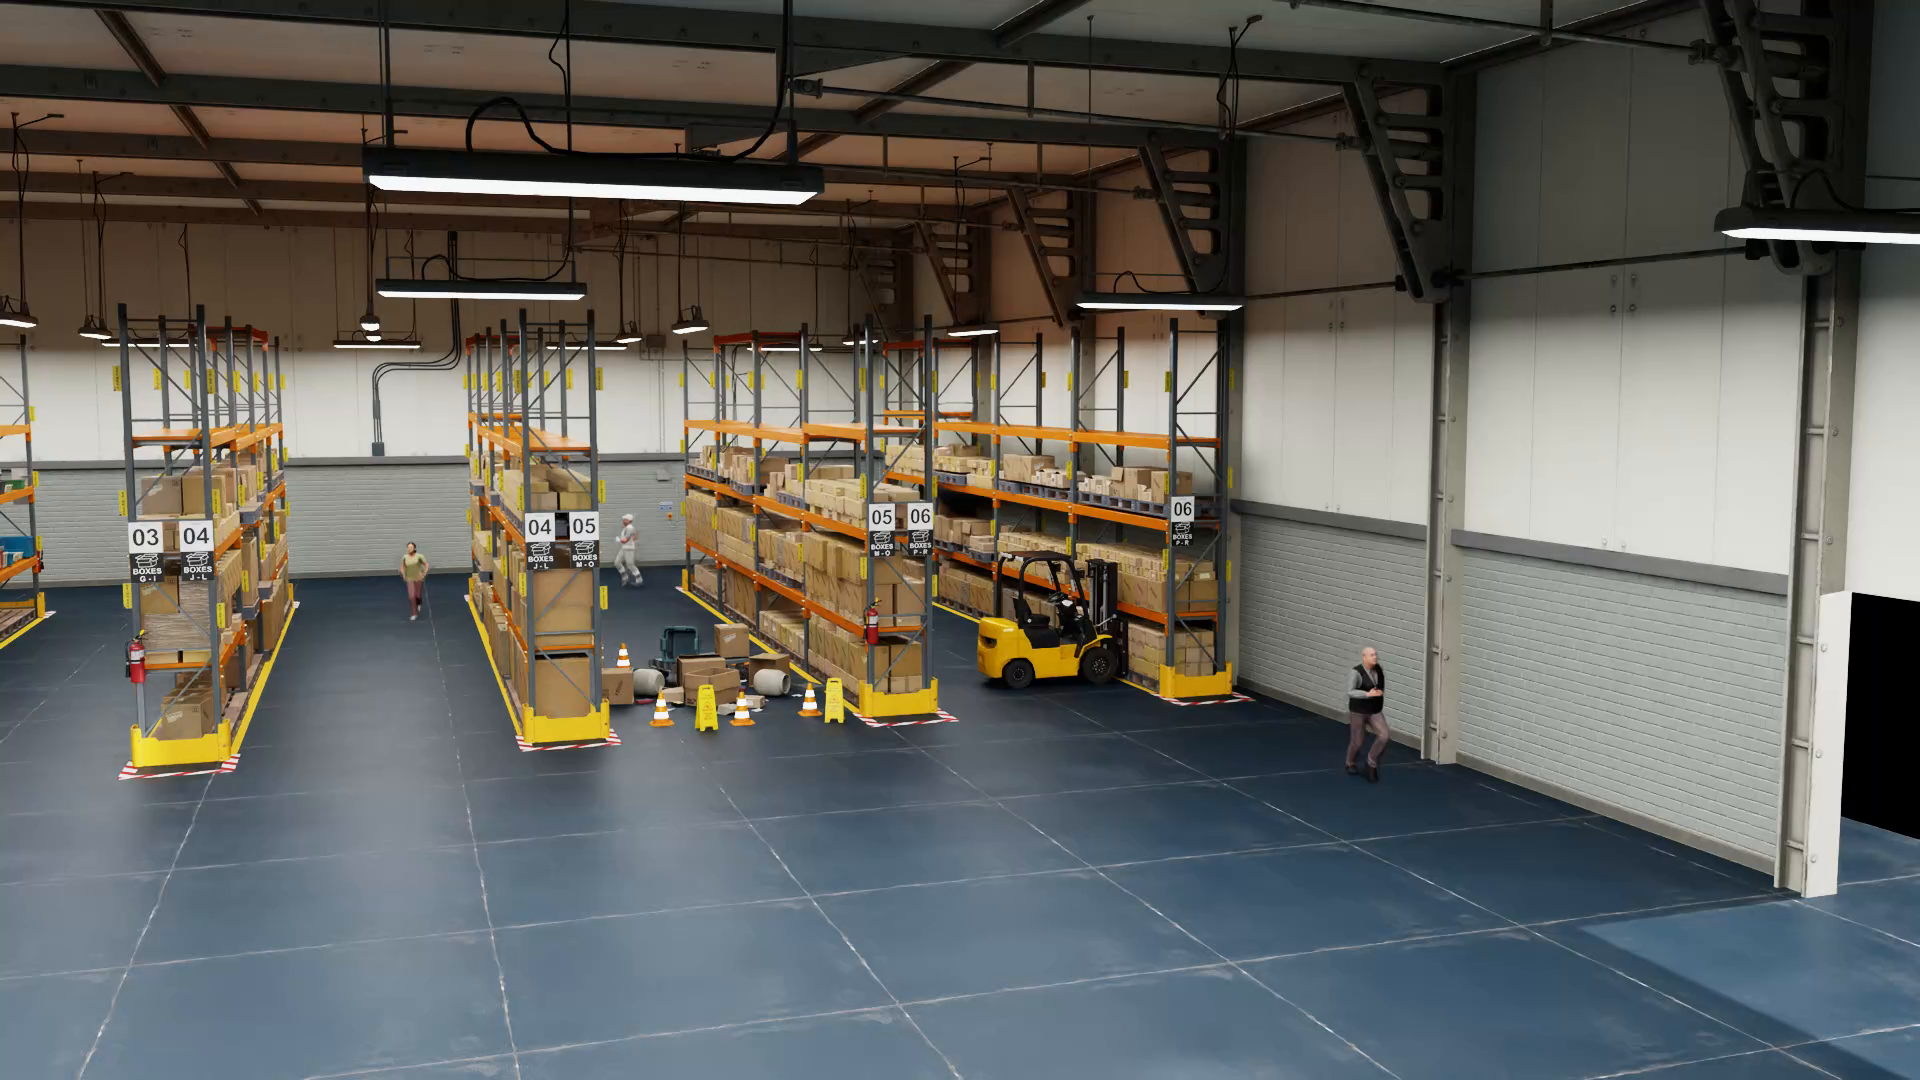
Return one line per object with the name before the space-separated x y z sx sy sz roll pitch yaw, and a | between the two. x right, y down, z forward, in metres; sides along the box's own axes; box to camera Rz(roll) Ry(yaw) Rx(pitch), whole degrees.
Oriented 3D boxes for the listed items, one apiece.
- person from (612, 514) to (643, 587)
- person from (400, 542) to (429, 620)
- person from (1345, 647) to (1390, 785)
person | -8.127 0.268 40.561 0.736 1.817 0.641 -2 6 -20
person | -11.567 0.855 35.297 0.586 1.655 0.619 -1 5 -7
person | 5.091 2.178 20.817 0.681 1.724 0.816 -2 6 -20
